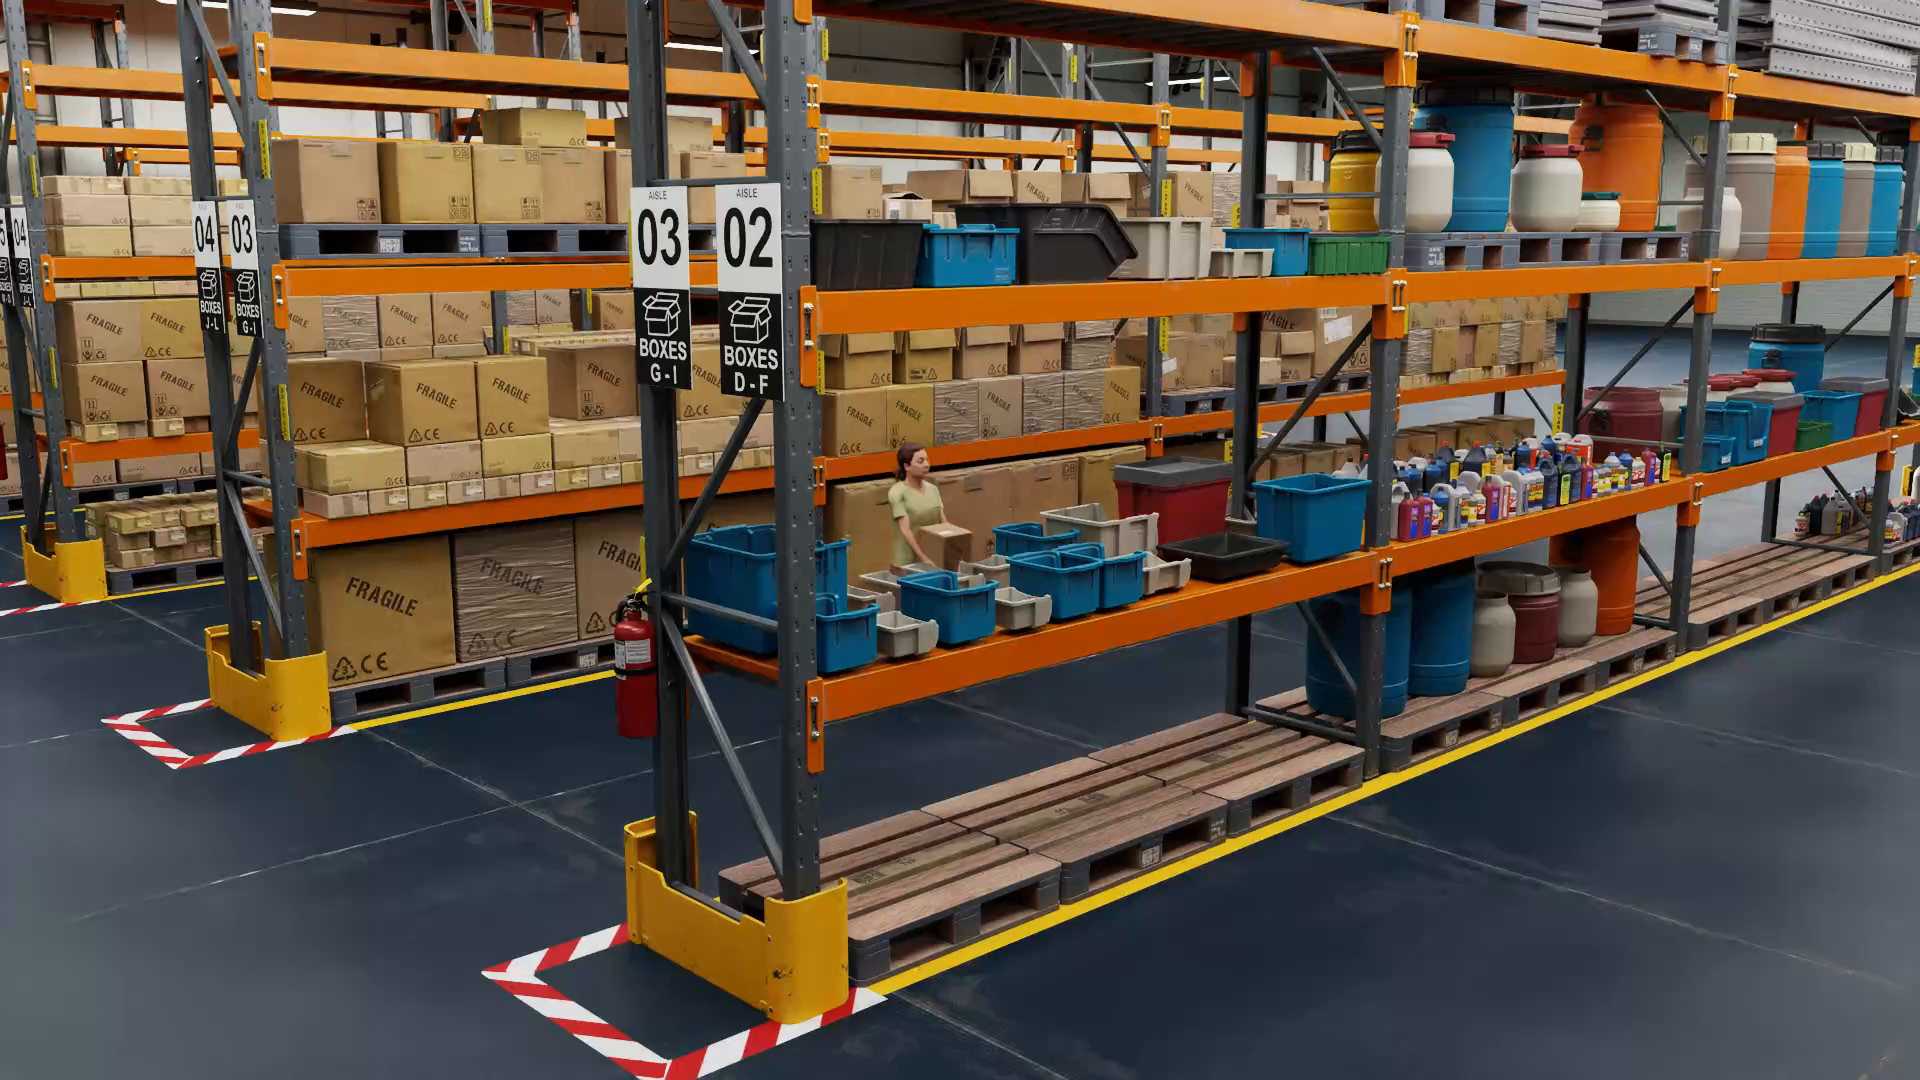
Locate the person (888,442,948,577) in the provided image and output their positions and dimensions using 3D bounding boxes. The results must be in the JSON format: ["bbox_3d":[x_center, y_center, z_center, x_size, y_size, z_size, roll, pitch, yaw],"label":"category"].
[{"bbox_3d":[-0.234,0.198,10.900,0.420,1.668,0.538,-10,15,-43],"label":"person"}]
